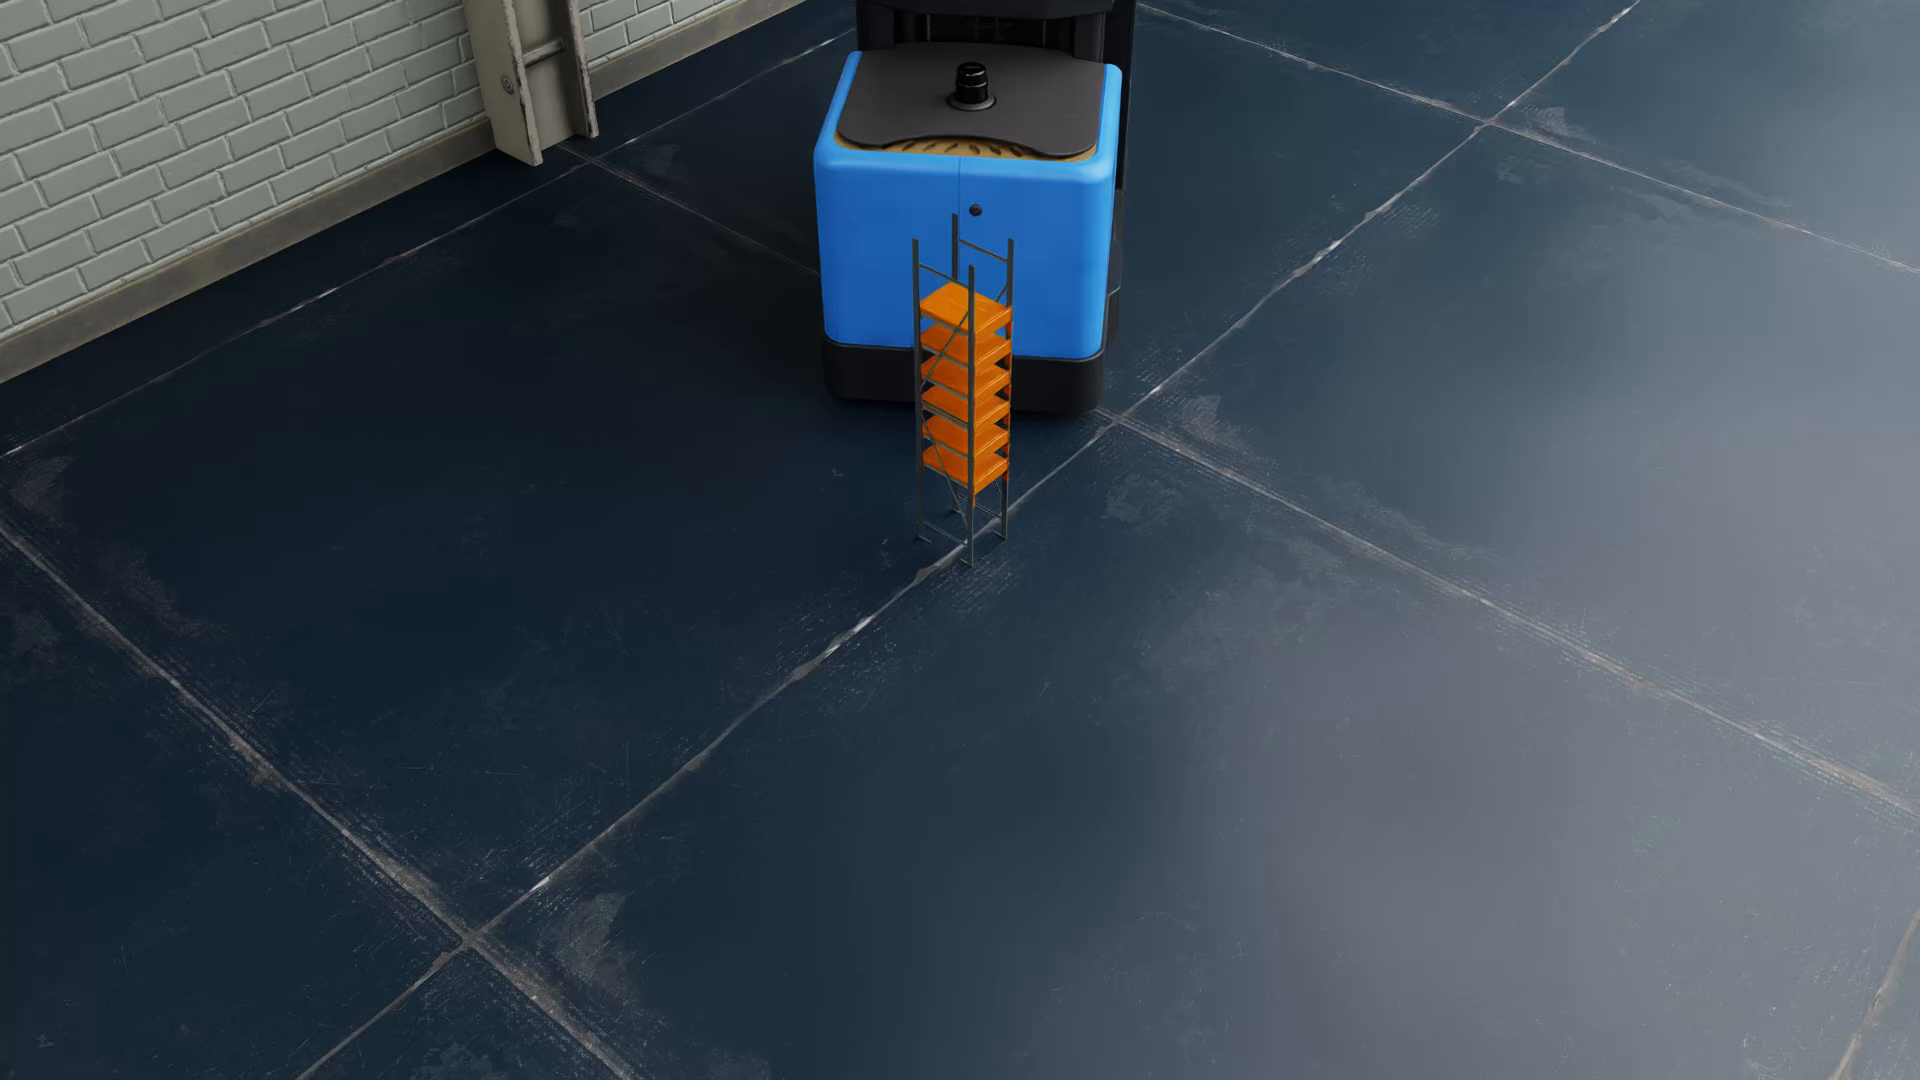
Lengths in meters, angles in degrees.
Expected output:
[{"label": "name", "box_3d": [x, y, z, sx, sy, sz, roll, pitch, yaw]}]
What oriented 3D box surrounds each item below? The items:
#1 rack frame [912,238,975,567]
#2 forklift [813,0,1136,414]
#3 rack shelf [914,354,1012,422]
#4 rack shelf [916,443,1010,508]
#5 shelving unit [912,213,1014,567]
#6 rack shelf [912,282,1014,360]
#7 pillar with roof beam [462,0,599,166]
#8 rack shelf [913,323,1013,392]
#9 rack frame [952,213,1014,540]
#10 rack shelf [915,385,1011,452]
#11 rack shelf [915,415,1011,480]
[{"label": "rack frame", "box_3d": [-0.050, -0.404, 5.303, 0.240, 1.200, 0.006, 29, 50, 28]}, {"label": "forklift", "box_3d": [0.167, -2.542, 6.367, 1.130, 2.935, 3.031, 4, 42, 5]}, {"label": "rack shelf", "box_3d": [0.009, -0.507, 5.304, 0.258, 0.103, 0.180, 29, 50, 28]}, {"label": "rack shelf", "box_3d": [0.009, -0.241, 5.546, 0.258, 0.103, 0.180, 29, 50, 28]}, {"label": "shelving unit", "box_3d": [0.009, -0.451, 5.355, 0.258, 1.200, 0.189, 29, 50, 28]}, {"label": "rack shelf", "box_3d": [0.009, -0.685, 5.142, 0.258, 0.103, 0.180, 29, 50, 28]}, {"label": "pillar with roof beam", "box_3d": [1.349, -3.349, 2.744, 9.100, 9.000, 0.400, 29, 50, 28]}, {"label": "rack shelf", "box_3d": [0.009, -0.596, 5.223, 0.258, 0.103, 0.180, 29, 50, 28]}, {"label": "rack frame", "box_3d": [0.068, -0.498, 5.406, 0.240, 1.200, 0.006, 29, 50, 28]}, {"label": "rack shelf", "box_3d": [0.009, -0.419, 5.384, 0.258, 0.103, 0.180, 29, 50, 28]}, {"label": "rack shelf", "box_3d": [0.009, -0.330, 5.465, 0.258, 0.103, 0.180, 29, 50, 28]}]
